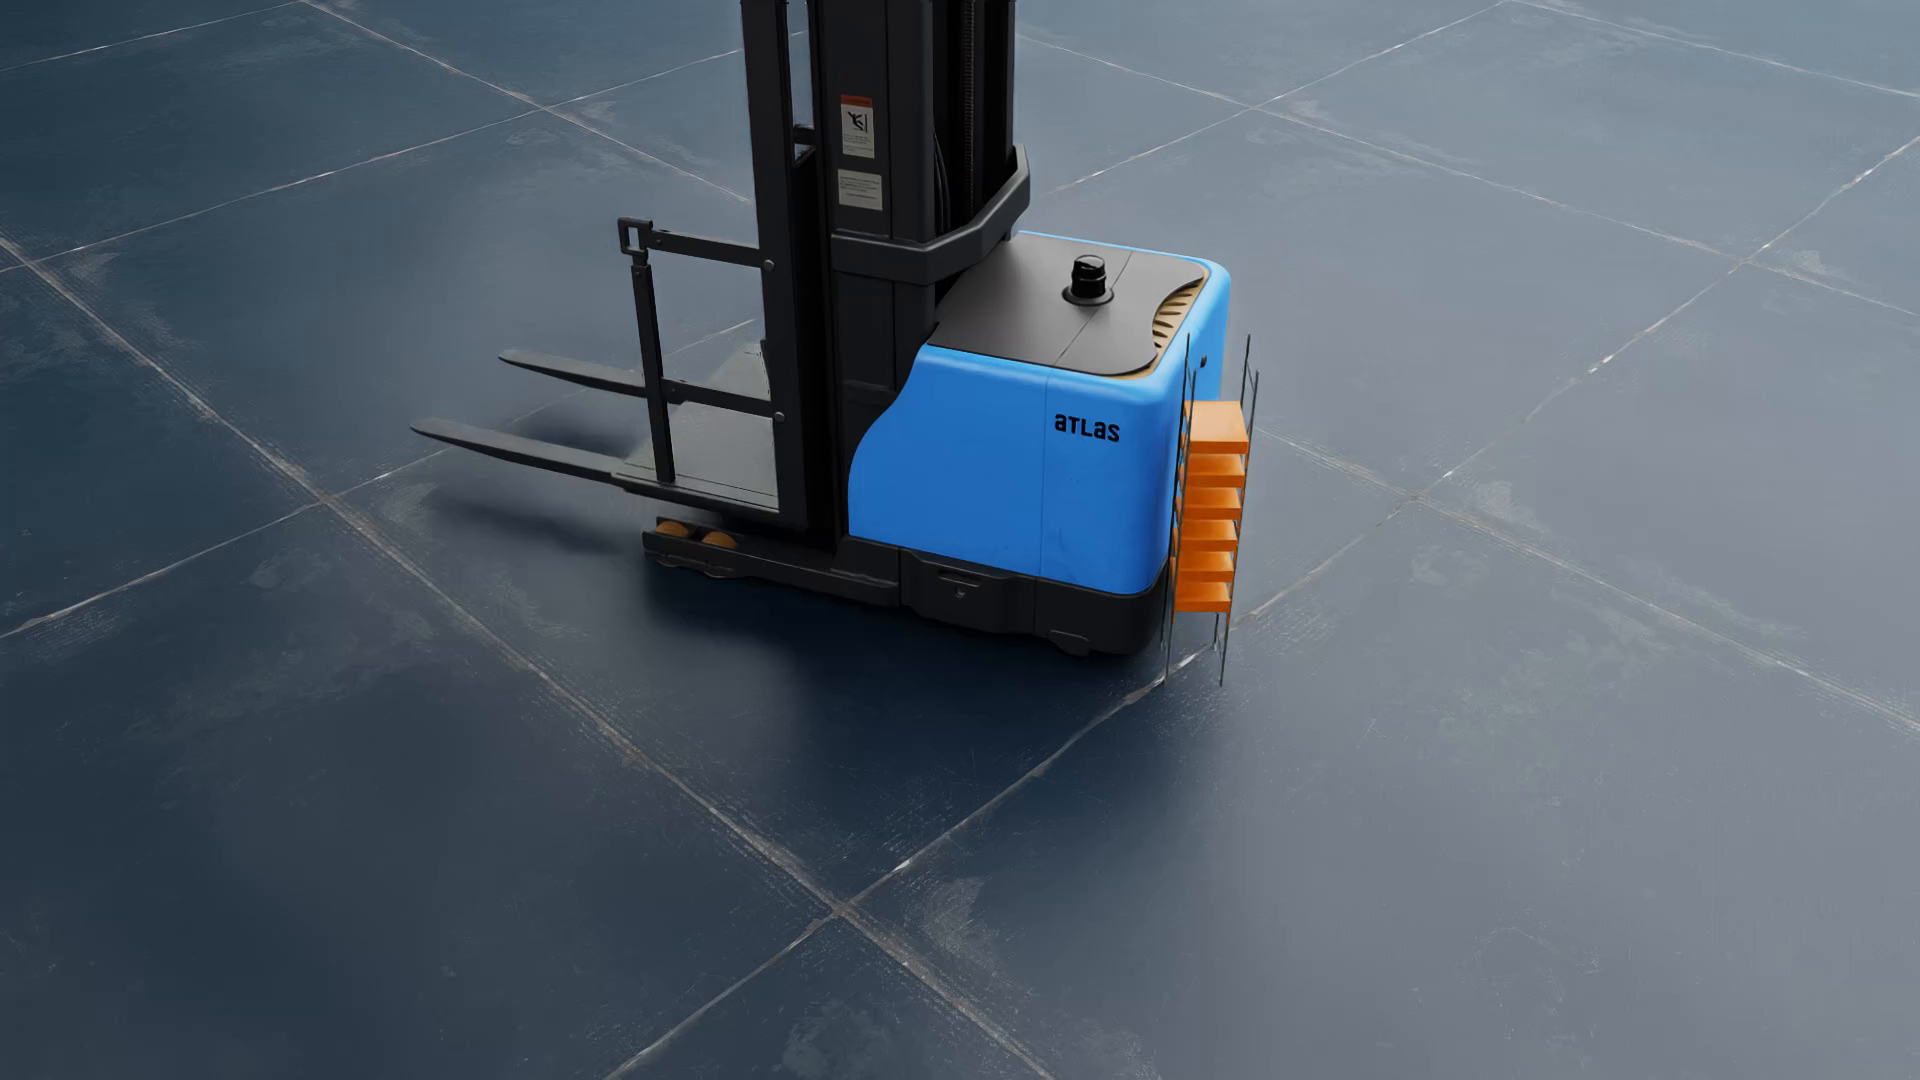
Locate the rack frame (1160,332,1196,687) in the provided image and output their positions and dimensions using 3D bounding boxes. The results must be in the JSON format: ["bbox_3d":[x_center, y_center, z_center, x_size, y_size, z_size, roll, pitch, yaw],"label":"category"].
[{"bbox_3d":[0.692,-0.072,5.304,0.006,1.200,0.240,1,35,1],"label":"rack frame"}]

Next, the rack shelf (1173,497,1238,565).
[{"bbox_3d":[0.783,-0.034,5.327,0.180,0.103,0.258,1,35,1],"label":"rack shelf"}]

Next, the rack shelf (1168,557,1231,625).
[{"bbox_3d":[0.783,0.163,5.464,0.180,0.103,0.258,1,35,1],"label":"rack shelf"}]

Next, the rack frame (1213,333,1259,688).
[{"bbox_3d":[0.875,-0.069,5.300,0.006,1.200,0.240,1,35,1],"label":"rack frame"}]

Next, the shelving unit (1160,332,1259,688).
[{"bbox_3d":[0.783,-0.070,5.302,0.189,1.200,0.258,1,35,1],"label":"shelving unit"}]

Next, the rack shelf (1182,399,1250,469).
[{"bbox_3d":[0.783,-0.329,5.121,0.180,0.103,0.258,1,35,1],"label":"rack shelf"}]

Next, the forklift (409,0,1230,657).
[{"bbox_3d":[-0.622,-1.330,5.595,3.031,2.935,1.130,12,37,17],"label":"forklift"}]

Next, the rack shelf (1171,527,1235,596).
[{"bbox_3d":[0.783,0.065,5.396,0.180,0.103,0.258,1,35,1],"label":"rack shelf"}]

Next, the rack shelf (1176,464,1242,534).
[{"bbox_3d":[0.783,-0.132,5.258,0.180,0.103,0.258,1,35,1],"label":"rack shelf"}]

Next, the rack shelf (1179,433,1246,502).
[{"bbox_3d":[0.783,-0.231,5.190,0.180,0.103,0.258,1,35,1],"label":"rack shelf"}]
